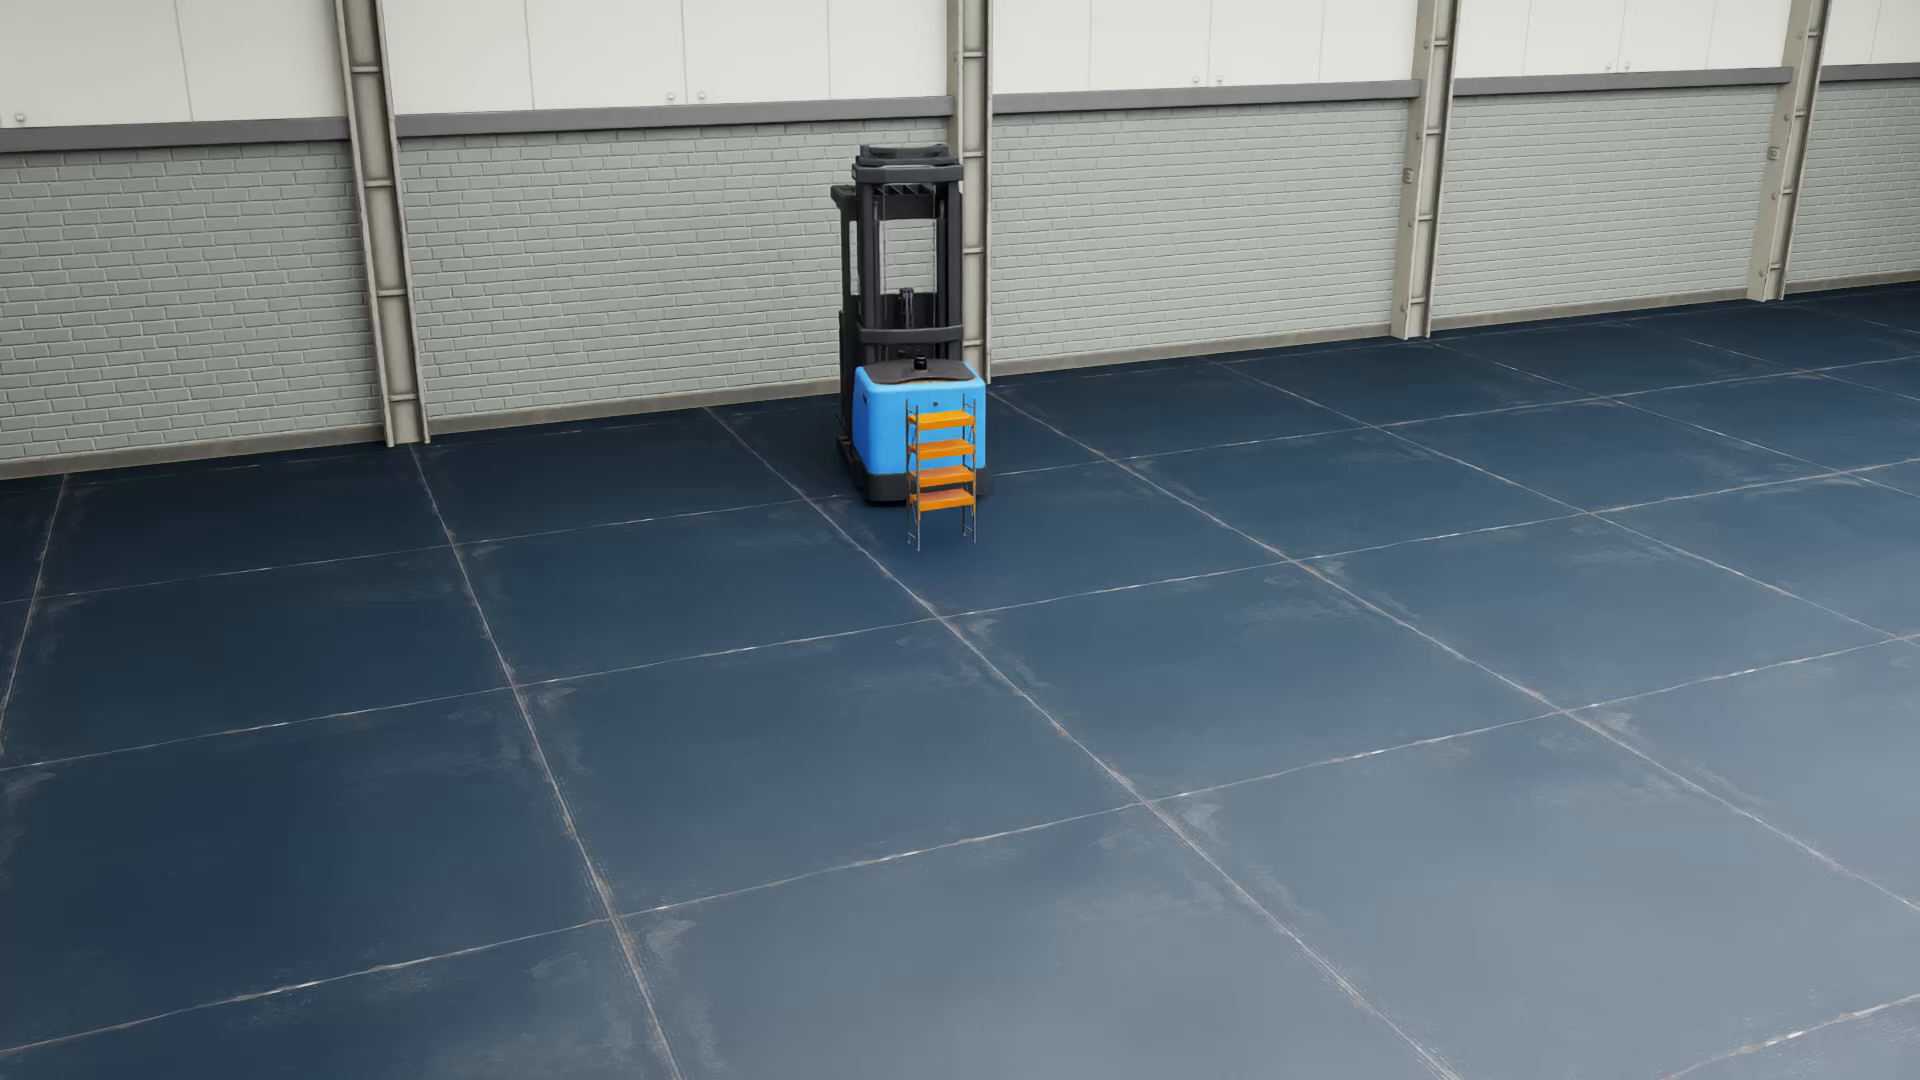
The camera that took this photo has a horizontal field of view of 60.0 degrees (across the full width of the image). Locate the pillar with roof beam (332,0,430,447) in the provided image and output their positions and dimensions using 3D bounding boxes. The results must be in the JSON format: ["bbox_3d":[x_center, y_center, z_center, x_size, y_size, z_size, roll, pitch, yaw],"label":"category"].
[{"bbox_3d":[-3.703,-3.903,11.056,0.400,9.000,9.100,-8,21,-22],"label":"pillar with roof beam"}]

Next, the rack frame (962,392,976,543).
[{"bbox_3d":[0.072,-0.576,13.352,0.015,1.200,0.240,-8,21,-22],"label":"rack frame"}]

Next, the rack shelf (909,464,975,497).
[{"bbox_3d":[-0.152,-0.481,13.283,0.480,0.148,0.258,-8,21,-22],"label":"rack shelf"}]

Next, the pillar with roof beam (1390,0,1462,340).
[{"bbox_3d":[7.315,-5.481,15.539,0.400,9.000,9.100,-8,21,-22],"label":"pillar with roof beam"}]

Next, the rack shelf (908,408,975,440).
[{"bbox_3d":[-0.152,-0.915,13.130,0.480,0.148,0.258,-8,21,-22],"label":"rack shelf"}]

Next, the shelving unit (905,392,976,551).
[{"bbox_3d":[-0.152,-0.544,13.261,0.503,1.200,0.258,-8,21,-22],"label":"shelving unit"}]

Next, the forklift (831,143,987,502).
[{"bbox_3d":[-0.566,-2.165,15.257,1.130,2.935,3.031,-4,20,-11],"label":"forklift"}]

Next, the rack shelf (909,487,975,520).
[{"bbox_3d":[-0.152,-0.293,13.349,0.480,0.148,0.258,-8,21,-22],"label":"rack shelf"}]

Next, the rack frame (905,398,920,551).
[{"bbox_3d":[-0.376,-0.512,13.170,0.015,1.200,0.240,-8,21,-22],"label":"rack frame"}]

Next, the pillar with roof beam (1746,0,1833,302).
[{"bbox_3d":[12.825,-6.270,17.781,0.400,9.000,9.100,-8,21,-22],"label":"pillar with roof beam"}]

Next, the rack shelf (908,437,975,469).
[{"bbox_3d":[-0.152,-0.692,13.209,0.480,0.148,0.258,-8,21,-22],"label":"rack shelf"}]

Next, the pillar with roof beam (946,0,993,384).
[{"bbox_3d":[1.806,-4.692,13.298,0.400,9.000,9.100,-8,21,-22],"label":"pillar with roof beam"}]
